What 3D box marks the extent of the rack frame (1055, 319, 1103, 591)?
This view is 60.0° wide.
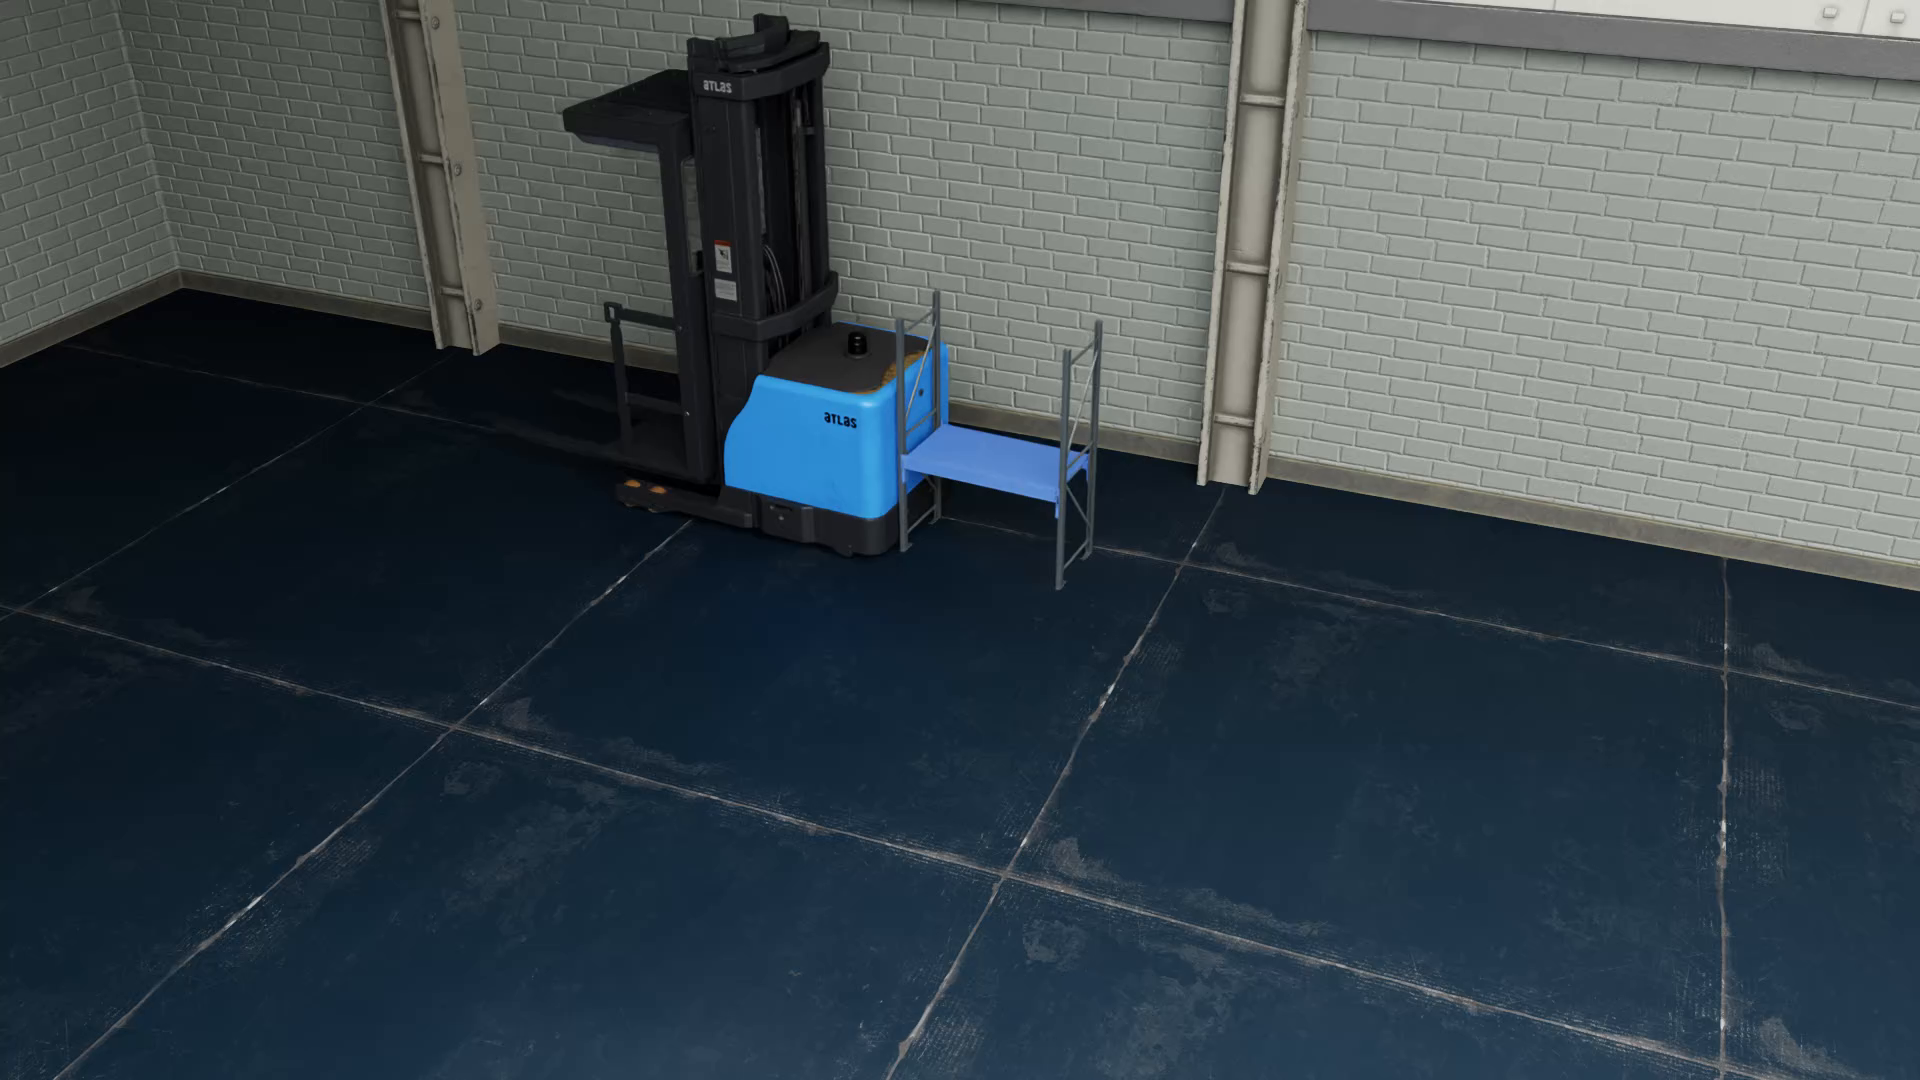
[{"bbox_3d":[0.676,-0.470,9.469,0.032,1.500,0.500,14,32,22],"label":"rack frame"}]

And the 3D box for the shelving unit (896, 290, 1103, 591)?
[{"bbox_3d":[0.219,-0.580,9.663,1.048,1.500,0.538,14,32,22],"label":"shelving unit"}]

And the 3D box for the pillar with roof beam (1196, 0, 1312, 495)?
[{"bbox_3d":[0.157,-2.351,5.175,0.400,9.000,9.100,11,31,19],"label":"pillar with roof beam"}]

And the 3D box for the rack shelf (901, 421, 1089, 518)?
[{"bbox_3d":[0.219,-0.423,9.752,1.000,0.185,0.538,14,32,22],"label":"rack shelf"}]

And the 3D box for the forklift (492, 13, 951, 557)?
[{"bbox_3d":[-1.610,-1.663,10.125,3.031,2.935,1.130,14,32,22],"label":"forklift"}]

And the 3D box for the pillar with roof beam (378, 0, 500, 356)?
[{"bbox_3d":[-5.403,-3.461,7.139,0.400,9.000,9.100,11,31,19],"label":"pillar with roof beam"}]

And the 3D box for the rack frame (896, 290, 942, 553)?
[{"bbox_3d":[-0.238,-0.690,9.857,0.032,1.500,0.500,14,32,22],"label":"rack frame"}]
